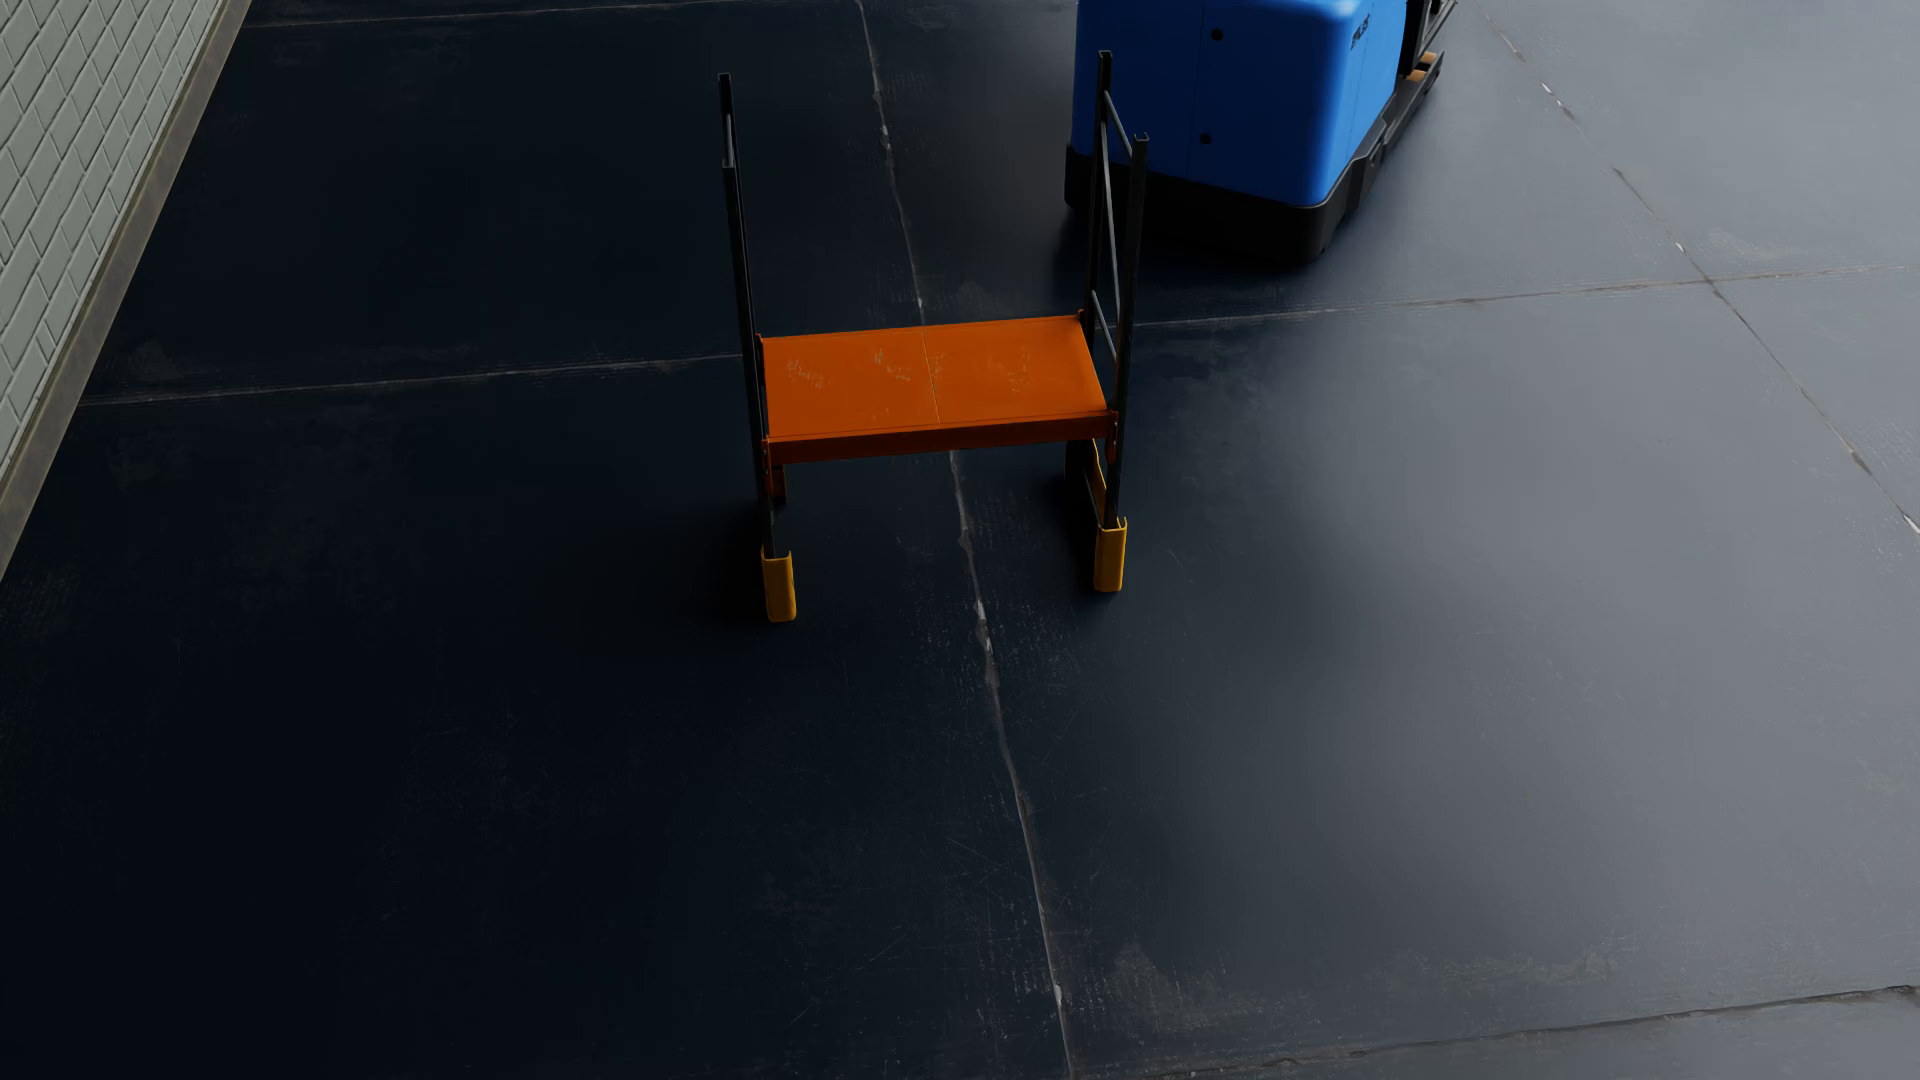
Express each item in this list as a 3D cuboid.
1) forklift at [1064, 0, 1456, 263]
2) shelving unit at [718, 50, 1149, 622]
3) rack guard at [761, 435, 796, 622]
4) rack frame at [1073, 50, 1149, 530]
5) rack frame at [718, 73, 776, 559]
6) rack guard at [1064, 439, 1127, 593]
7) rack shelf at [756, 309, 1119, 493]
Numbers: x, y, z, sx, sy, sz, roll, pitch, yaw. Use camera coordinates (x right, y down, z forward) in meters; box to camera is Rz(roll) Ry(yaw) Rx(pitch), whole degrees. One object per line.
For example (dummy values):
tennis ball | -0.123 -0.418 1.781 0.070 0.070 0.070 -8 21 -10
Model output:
forklift | 1.521 -3.123 6.524 1.130 2.935 3.031 18 45 19
shelving unit | -0.076 -0.550 4.740 1.083 1.500 0.587 -5 42 -6
rack guard | -0.569 -0.043 5.111 0.087 0.250 0.587 -5 42 -6
rack frame | 0.419 -0.594 4.788 0.032 1.500 0.500 -5 42 -6
rack frame | -0.589 -0.505 4.691 0.032 1.500 0.500 -5 42 -6
rack guard | 0.418 -0.129 5.207 0.087 0.250 0.587 -5 42 -6
rack shelf | -0.085 -0.416 4.860 1.000 0.185 0.538 -5 42 -6
